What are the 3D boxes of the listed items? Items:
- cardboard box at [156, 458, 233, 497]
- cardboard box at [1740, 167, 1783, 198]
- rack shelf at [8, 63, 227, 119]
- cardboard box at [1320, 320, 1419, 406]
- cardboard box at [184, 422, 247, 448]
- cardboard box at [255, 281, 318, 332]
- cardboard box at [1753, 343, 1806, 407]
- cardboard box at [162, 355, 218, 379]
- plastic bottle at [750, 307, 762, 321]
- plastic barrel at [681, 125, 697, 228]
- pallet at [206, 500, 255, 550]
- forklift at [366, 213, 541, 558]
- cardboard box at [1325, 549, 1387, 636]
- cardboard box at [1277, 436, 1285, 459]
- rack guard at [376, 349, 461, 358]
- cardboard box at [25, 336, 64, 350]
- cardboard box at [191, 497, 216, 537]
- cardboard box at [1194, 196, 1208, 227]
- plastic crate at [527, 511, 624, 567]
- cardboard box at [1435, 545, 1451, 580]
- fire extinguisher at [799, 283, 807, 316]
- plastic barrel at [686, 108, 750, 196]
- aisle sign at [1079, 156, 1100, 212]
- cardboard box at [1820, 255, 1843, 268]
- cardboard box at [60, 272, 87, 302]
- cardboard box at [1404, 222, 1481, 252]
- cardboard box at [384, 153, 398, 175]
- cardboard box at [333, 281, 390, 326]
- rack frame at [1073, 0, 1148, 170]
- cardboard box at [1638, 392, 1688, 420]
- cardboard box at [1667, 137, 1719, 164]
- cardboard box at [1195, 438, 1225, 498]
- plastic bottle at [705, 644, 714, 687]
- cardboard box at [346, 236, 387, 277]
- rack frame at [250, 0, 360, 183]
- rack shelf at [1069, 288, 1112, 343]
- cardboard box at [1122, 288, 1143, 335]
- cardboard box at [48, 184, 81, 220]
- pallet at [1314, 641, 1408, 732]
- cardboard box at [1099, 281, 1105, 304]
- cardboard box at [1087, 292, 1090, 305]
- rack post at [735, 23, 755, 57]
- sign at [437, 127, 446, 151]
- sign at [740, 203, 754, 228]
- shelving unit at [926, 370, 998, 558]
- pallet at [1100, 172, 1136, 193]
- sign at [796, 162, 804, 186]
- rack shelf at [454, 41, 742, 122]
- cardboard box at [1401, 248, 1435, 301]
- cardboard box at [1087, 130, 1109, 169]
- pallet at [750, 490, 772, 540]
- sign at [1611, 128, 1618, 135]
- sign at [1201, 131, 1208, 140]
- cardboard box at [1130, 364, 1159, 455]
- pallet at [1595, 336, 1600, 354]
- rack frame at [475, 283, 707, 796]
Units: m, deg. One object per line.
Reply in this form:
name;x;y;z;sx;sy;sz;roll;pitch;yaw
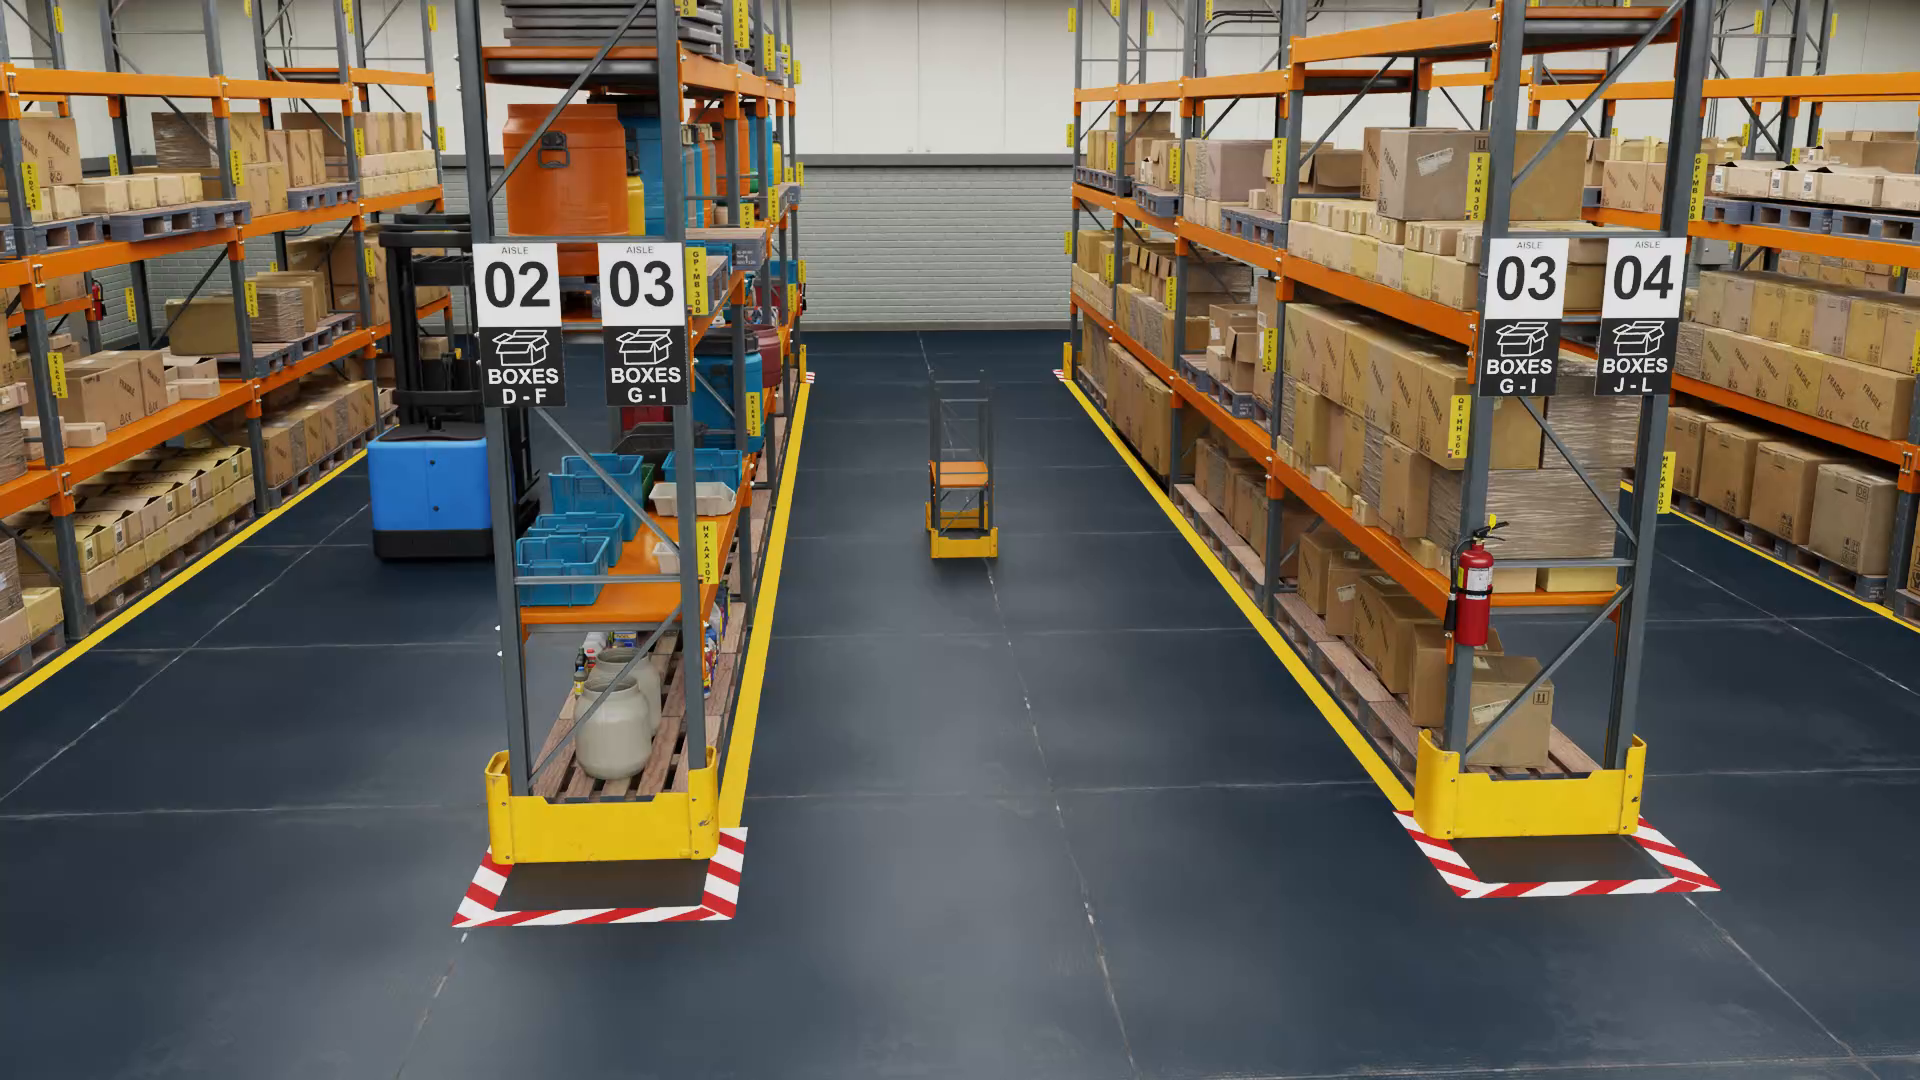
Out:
cardboard box;-6.951;-0.595;15.092;0.500;0.311;0.500;-1;14;-4
cardboard box;7.432;-3.235;15.039;0.500;0.250;0.500;0;14;-2
rack shelf;-7.145;-3.573;13.324;1.077;0.370;4.000;-1;14;-3
cardboard box;2.704;-1.177;10.999;0.500;0.500;0.500;-1;14;-3
cardboard box;-7.561;-0.939;17.012;0.500;0.500;0.500;0;14;-1
cardboard box;-7.345;-2.515;17.963;0.700;0.500;0.500;-5;15;-18
cardboard box;7.428;-1.467;14.733;0.500;0.500;0.500;-1;14;-4
cardboard box;-7.290;-1.573;15.522;0.500;0.311;0.500;0;14;0
plastic bottle;-2.321;-2.482;18.975;0.144;0.351;0.185;-1;14;-3
plastic barrel;-2.365;-2.769;12.967;0.600;0.901;0.600;0;14;0
pallet;-7.256;-0.151;15.415;1.003;0.211;1.213;-1;14;-3
forklift;-4.634;-1.579;15.506;1.130;2.935;3.031;-1;14;-3
cardboard box;2.895;0.385;11.907;0.500;0.500;0.500;4;15;14
cardboard box;2.580;-0.685;12.395;0.380;0.149;0.250;-1;14;-3
rack guard;-7.759;-2.467;23.836;1.175;0.500;0.348;-1;14;-3
cardboard box;-12.358;-2.661;22.445;0.380;0.149;0.250;0;14;-2
cardboard box;-6.929;-0.199;14.678;0.500;0.250;0.500;-1;14;-2
cardboard box;2.425;-2.991;15.135;0.500;0.250;0.500;-1;14;-2
plastic crate;-2.193;-0.003;9.539;0.499;0.251;0.408;-1;14;-3
cardboard box;2.876;0.122;9.260;0.380;0.149;0.250;-1;14;-3
fire extinguisher;-2.376;-3.599;24.121;0.296;0.674;0.183;-1;14;-3
plastic barrel;-2.357;-3.788;16.228;0.600;0.830;0.708;-1;14;-3
aisle sign;1.820;-5.121;23.917;0.394;0.787;0.004;-1;14;-3
cardboard box;11.893;-3.906;22.202;0.500;0.500;0.500;-1;14;-3
cardboard box;-12.666;-3.638;22.768;0.980;0.700;0.700;0;14;-1
cardboard box;2.721;-1.702;9.326;0.380;0.149;0.250;-1;14;-3
cardboard box;-7.351;-4.698;20.767;0.500;0.250;0.500;-1;14;-3
cardboard box;-7.276;-2.881;20.228;0.500;0.500;0.500;-1;14;-2
rack frame;2.123;-6.754;23.441;1.000;3.000;0.127;-1;14;-3
cardboard box;7.272;-1.433;17.467;0.500;0.250;0.500;-1;14;-5
cardboard box;7.291;-3.879;16.550;0.396;0.266;0.258;-1;14;-3
cardboard box;2.681;-0.695;16.066;0.700;0.500;0.500;-2;15;-6
plastic bottle;-1.626;0.797;10.701;0.061;0.283;0.133;-1;14;-3
cardboard box;-7.297;-3.484;20.566;0.500;0.500;0.500;-1;14;-5
rack frame;-7.516;-5.607;18.984;1.000;3.000;0.127;-1;14;-3
rack shelf;2.247;-3.003;22.345;1.077;0.370;4.000;-1;14;-3
cardboard box;2.182;-2.659;19.365;0.500;0.500;0.500;-1;14;-3
cardboard box;-7.086;-2.586;12.719;0.500;0.250;0.500;-2;15;-9
pallet;3.022;0.957;11.108;1.003;0.211;1.213;-1;14;-3
cardboard box;2.047;-3.160;21.215;0.500;0.250;0.500;0;14;-2
cardboard box;1.913;-3.251;22.371;0.380;0.149;0.250;-1;14;-5
rack post;-2.410;-4.831;16.119;0.954;0.300;0.937;-1;14;-3
sign;-7.209;-5.582;23.128;0.100;0.325;0.005;-1;14;-3
sign;-1.527;-2.251;11.940;0.100;0.325;0.005;-1;14;-3
shelving unit;0.005;-0.707;14.989;0.587;1.500;1.083;-1;14;-3
pallet;2.331;-4.467;20.751;1.003;0.211;1.213;-1;14;-3
sign;-2.272;-5.187;23.580;0.100;0.325;0.005;-1;14;-3
rack shelf;-1.953;-2.654;9.751;1.077;0.370;4.000;-1;14;-3
cardboard box;2.797;-1.490;9.302;0.500;0.250;0.500;-1;14;-3
cardboard box;2.124;-5.331;22.687;0.700;0.500;0.500;-1;14;-5
pallet;-2.315;-0.239;15.755;1.003;0.211;1.213;-1;14;-3
sign;7.882;-4.809;20.072;0.100;0.325;0.005;-1;14;-3
sign;2.912;-4.720;19.887;0.100;0.325;0.005;-1;14;-3
cardboard box;2.550;-1.427;18.199;1.225;0.875;0.875;-1;14;-3
pallet;7.425;-1.993;17.363;1.213;0.211;1.003;-1;14;-3
rack frame;-1.829;0.207;8.426;1.000;3.000;0.127;-1;14;-3
